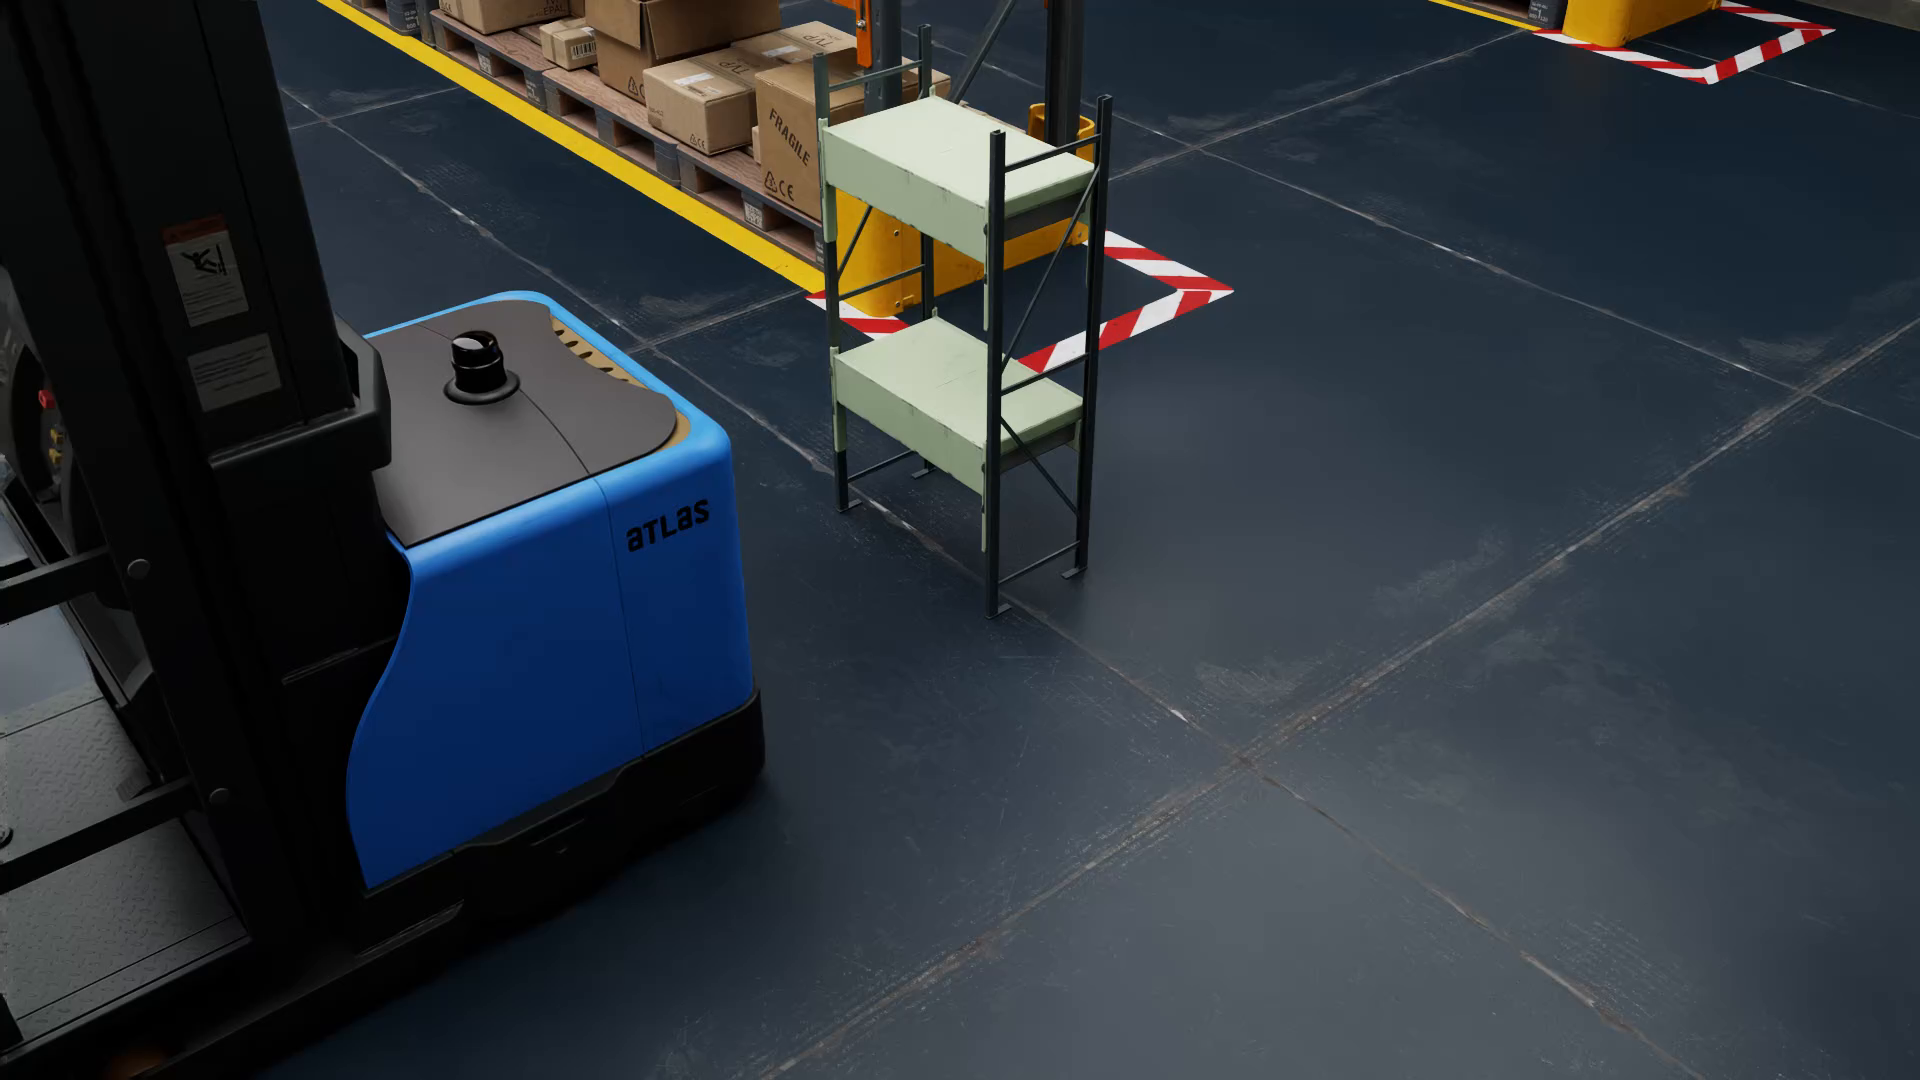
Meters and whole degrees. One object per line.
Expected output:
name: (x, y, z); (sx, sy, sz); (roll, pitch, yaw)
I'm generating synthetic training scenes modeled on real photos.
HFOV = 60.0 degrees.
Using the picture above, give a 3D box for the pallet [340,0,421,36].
pallet: (-3.068, -3.306, 9.736); (1.003, 0.211, 1.213); (-26, 43, -32)

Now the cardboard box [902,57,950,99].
cardboard box: (-0.390, -1.957, 7.417); (0.500, 0.250, 0.500); (-26, 43, -32)

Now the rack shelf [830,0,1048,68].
rack shelf: (-1.224, -2.923, 7.404); (1.077, 0.370, 4.000); (-26, 43, -32)

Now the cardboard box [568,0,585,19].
cardboard box: (-1.930, -3.113, 8.832); (0.500, 0.500, 0.500); (-26, 43, -32)

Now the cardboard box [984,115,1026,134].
cardboard box: (0.059, -1.663, 7.088); (0.380, 0.149, 0.250); (-26, 43, -32)

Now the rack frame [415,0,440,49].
rack frame: (-2.514, -4.099, 8.443); (1.000, 3.000, 0.127); (-26, 43, -32)

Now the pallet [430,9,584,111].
pallet: (-2.072, -2.658, 8.820); (1.003, 0.211, 1.213); (-26, 43, -32)

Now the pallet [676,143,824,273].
pallet: (-0.497, -1.580, 7.299); (1.003, 0.211, 1.213); (-26, 43, -32)

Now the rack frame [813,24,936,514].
rack frame: (-0.241, -0.777, 5.049); (0.400, 1.500, 0.023); (-26, 43, -32)

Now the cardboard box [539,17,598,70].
cardboard box: (-1.843, -2.479, 8.225); (0.380, 0.166, 0.250); (-26, 43, -32)

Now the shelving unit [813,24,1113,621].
shelving unit: (-0.004, -0.615, 4.821); (0.431, 1.500, 0.755); (-26, 43, -32)

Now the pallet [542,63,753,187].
pallet: (-1.280, -2.119, 8.059); (1.003, 0.211, 1.213); (-26, 43, -32)

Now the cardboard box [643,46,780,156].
cardboard box: (-1.062, -1.970, 7.434); (0.500, 0.250, 0.500); (-26, 43, -32)

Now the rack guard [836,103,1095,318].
rack guard: (0.018, -1.347, 6.719); (1.175, 0.500, 0.348); (-26, 43, -32)

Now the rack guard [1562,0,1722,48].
rack guard: (3.864, -3.152, 9.268); (1.175, 0.500, 0.348); (-26, 43, -32)

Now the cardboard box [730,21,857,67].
cardboard box: (-0.713, -2.178, 7.729); (0.500, 0.250, 0.500); (-26, 43, -32)

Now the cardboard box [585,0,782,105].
cardboard box: (-1.298, -2.433, 7.869); (0.797, 0.503, 0.637); (-26, 43, -32)

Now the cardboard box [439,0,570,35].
cardboard box: (-2.409, -2.916, 8.717); (0.500, 0.311, 0.500); (-26, 43, -32)

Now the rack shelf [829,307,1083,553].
rack shelf: (-0.004, -0.349, 5.009); (0.431, 0.370, 0.720); (-26, 43, -32)

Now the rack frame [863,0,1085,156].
rack frame: (0.067, -2.333, 5.949); (1.000, 3.000, 0.127); (-26, 43, -32)

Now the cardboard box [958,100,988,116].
cardboard box: (-0.102, -1.780, 7.239); (0.380, 0.166, 0.250); (-26, 43, -32)

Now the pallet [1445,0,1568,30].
pallet: (3.273, -3.368, 9.824); (1.003, 0.211, 1.213); (-26, 43, -32)

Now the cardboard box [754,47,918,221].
cardboard box: (-0.472, -1.641, 6.754); (0.500, 0.500, 0.500); (-26, 43, -32)

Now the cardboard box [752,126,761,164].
cardboard box: (-0.665, -1.717, 7.150); (0.380, 0.166, 0.250); (-26, 43, -32)

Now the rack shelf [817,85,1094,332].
rack shelf: (-0.004, -0.933, 4.595); (0.431, 0.370, 0.720); (-26, 43, -32)

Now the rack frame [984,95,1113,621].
rack frame: (0.232, -0.453, 4.593); (0.400, 1.500, 0.023); (-26, 43, -32)

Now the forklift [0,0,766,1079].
forklift: (-1.967, -0.241, 3.054); (3.031, 2.935, 1.130); (-25, 42, -31)
